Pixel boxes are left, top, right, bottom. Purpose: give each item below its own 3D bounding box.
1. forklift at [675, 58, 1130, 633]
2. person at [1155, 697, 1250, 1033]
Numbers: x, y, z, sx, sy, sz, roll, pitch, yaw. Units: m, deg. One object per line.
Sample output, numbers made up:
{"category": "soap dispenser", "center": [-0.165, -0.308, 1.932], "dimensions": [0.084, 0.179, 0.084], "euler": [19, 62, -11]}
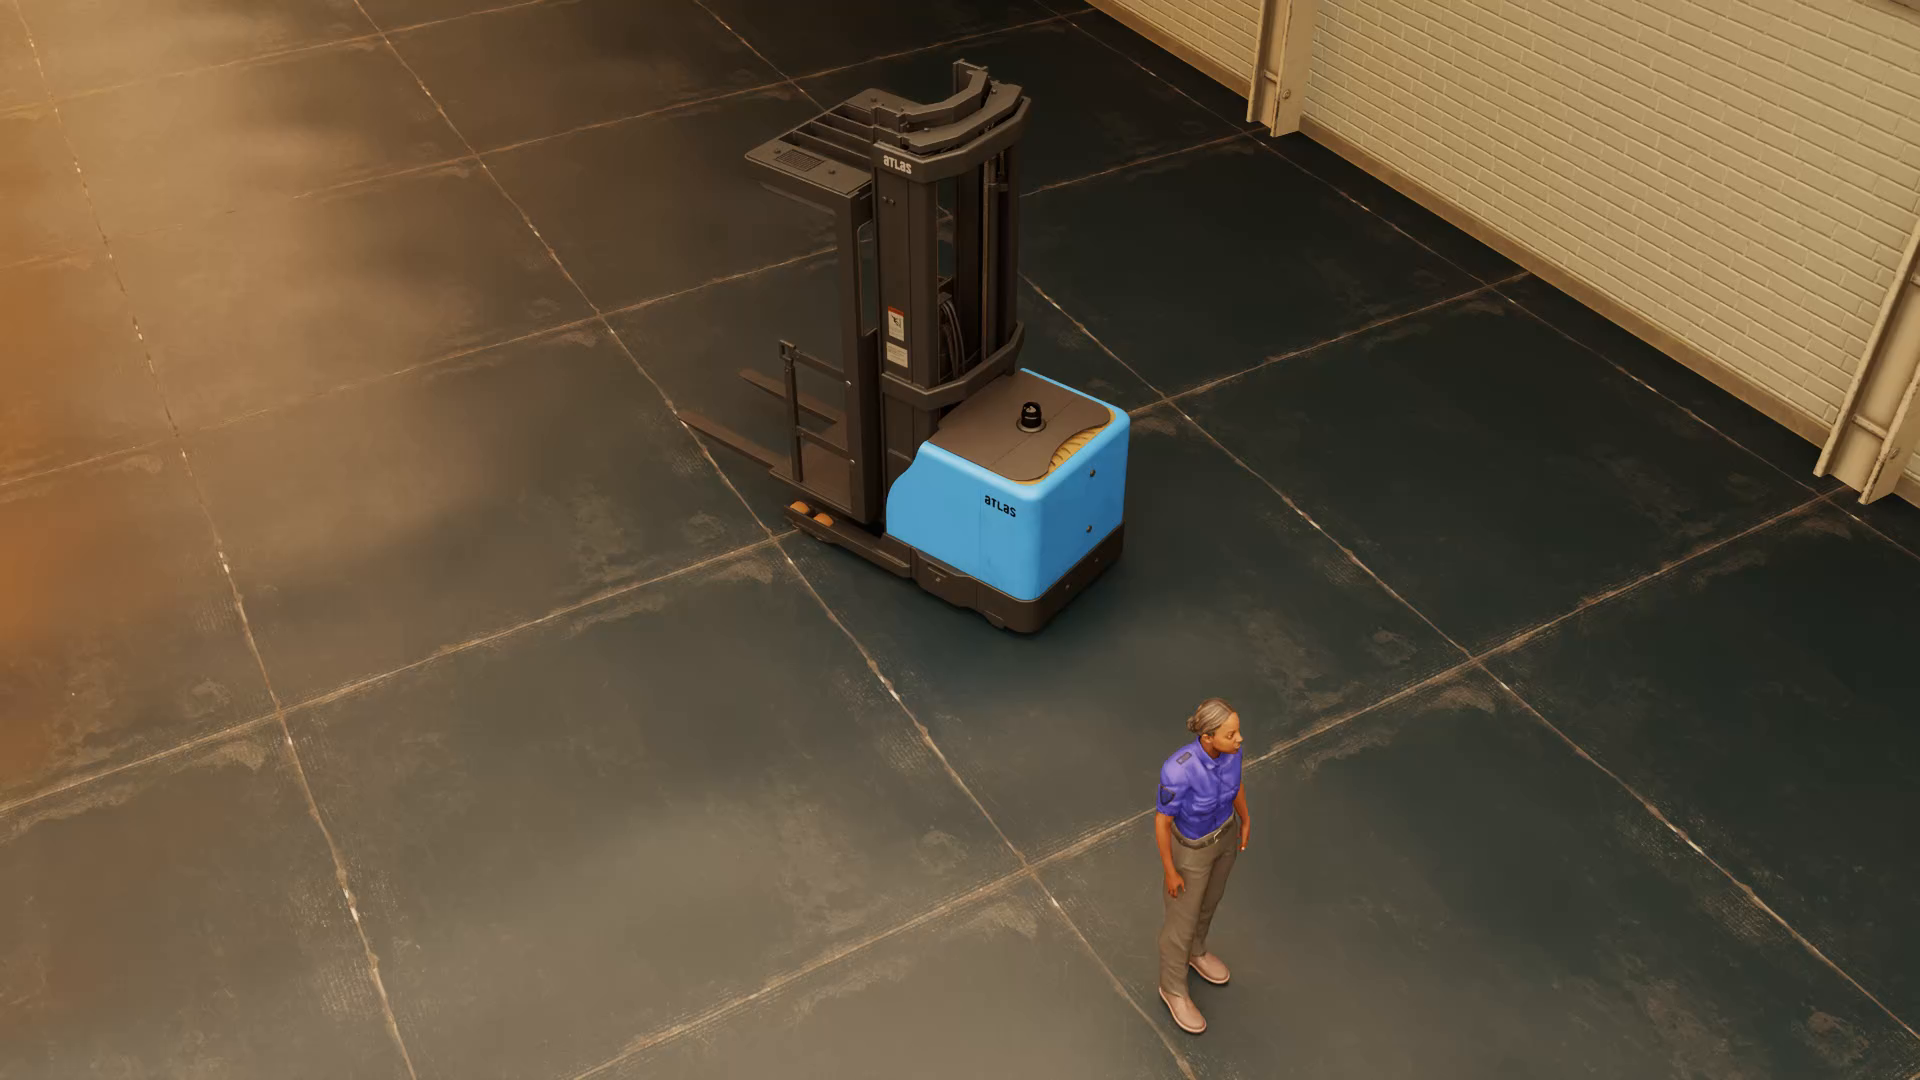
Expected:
{"category": "forklift", "center": [-0.481, -1.366, 9.683], "dimensions": [3.031, 2.935, 1.130], "euler": [26, 46, 28]}
{"category": "person", "center": [1.115, 1.402, 7.335], "dimensions": [0.569, 1.654, 0.504], "euler": [-29, 48, -30]}
